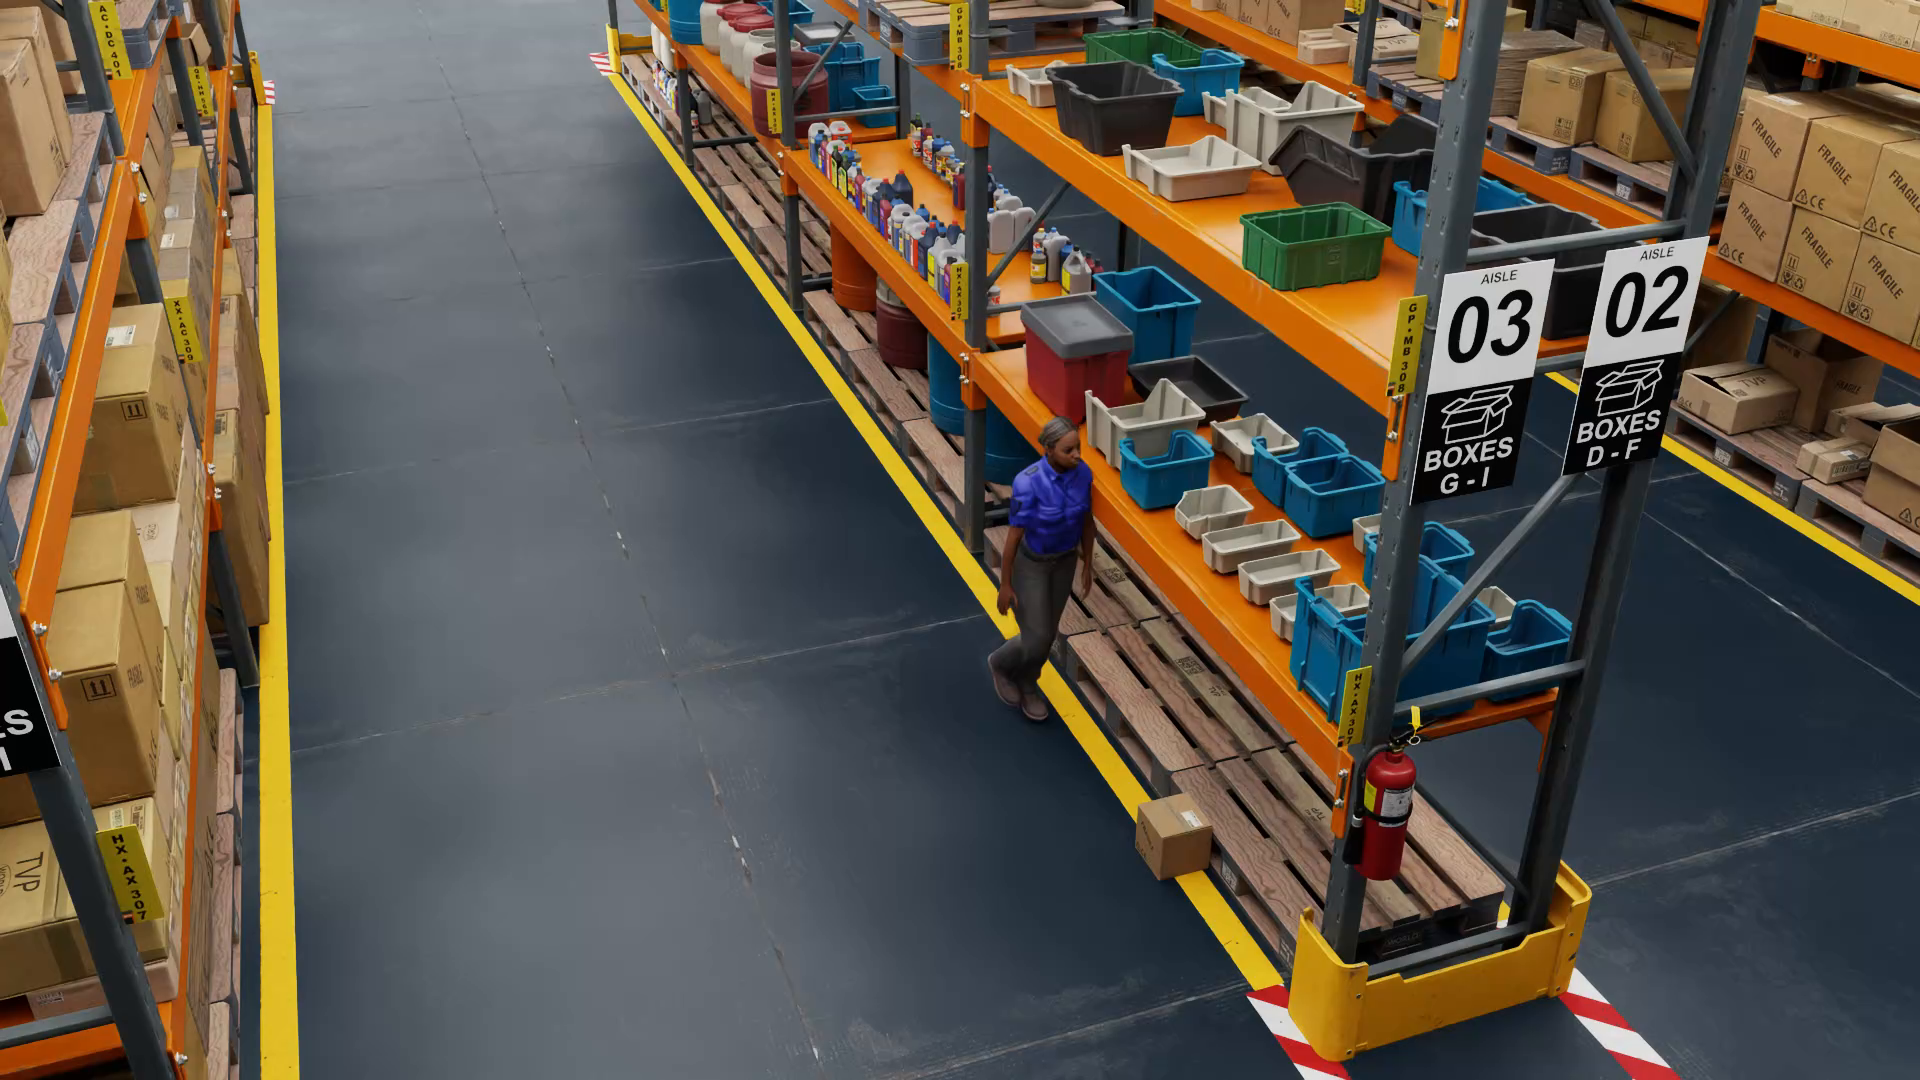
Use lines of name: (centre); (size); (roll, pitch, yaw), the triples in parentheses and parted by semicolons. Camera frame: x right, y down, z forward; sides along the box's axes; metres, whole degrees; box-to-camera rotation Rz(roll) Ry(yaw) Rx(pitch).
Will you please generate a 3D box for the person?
person: (0.382, 0.140, 8.071); (0.553, 1.648, 0.465); (-18, 34, -28)
